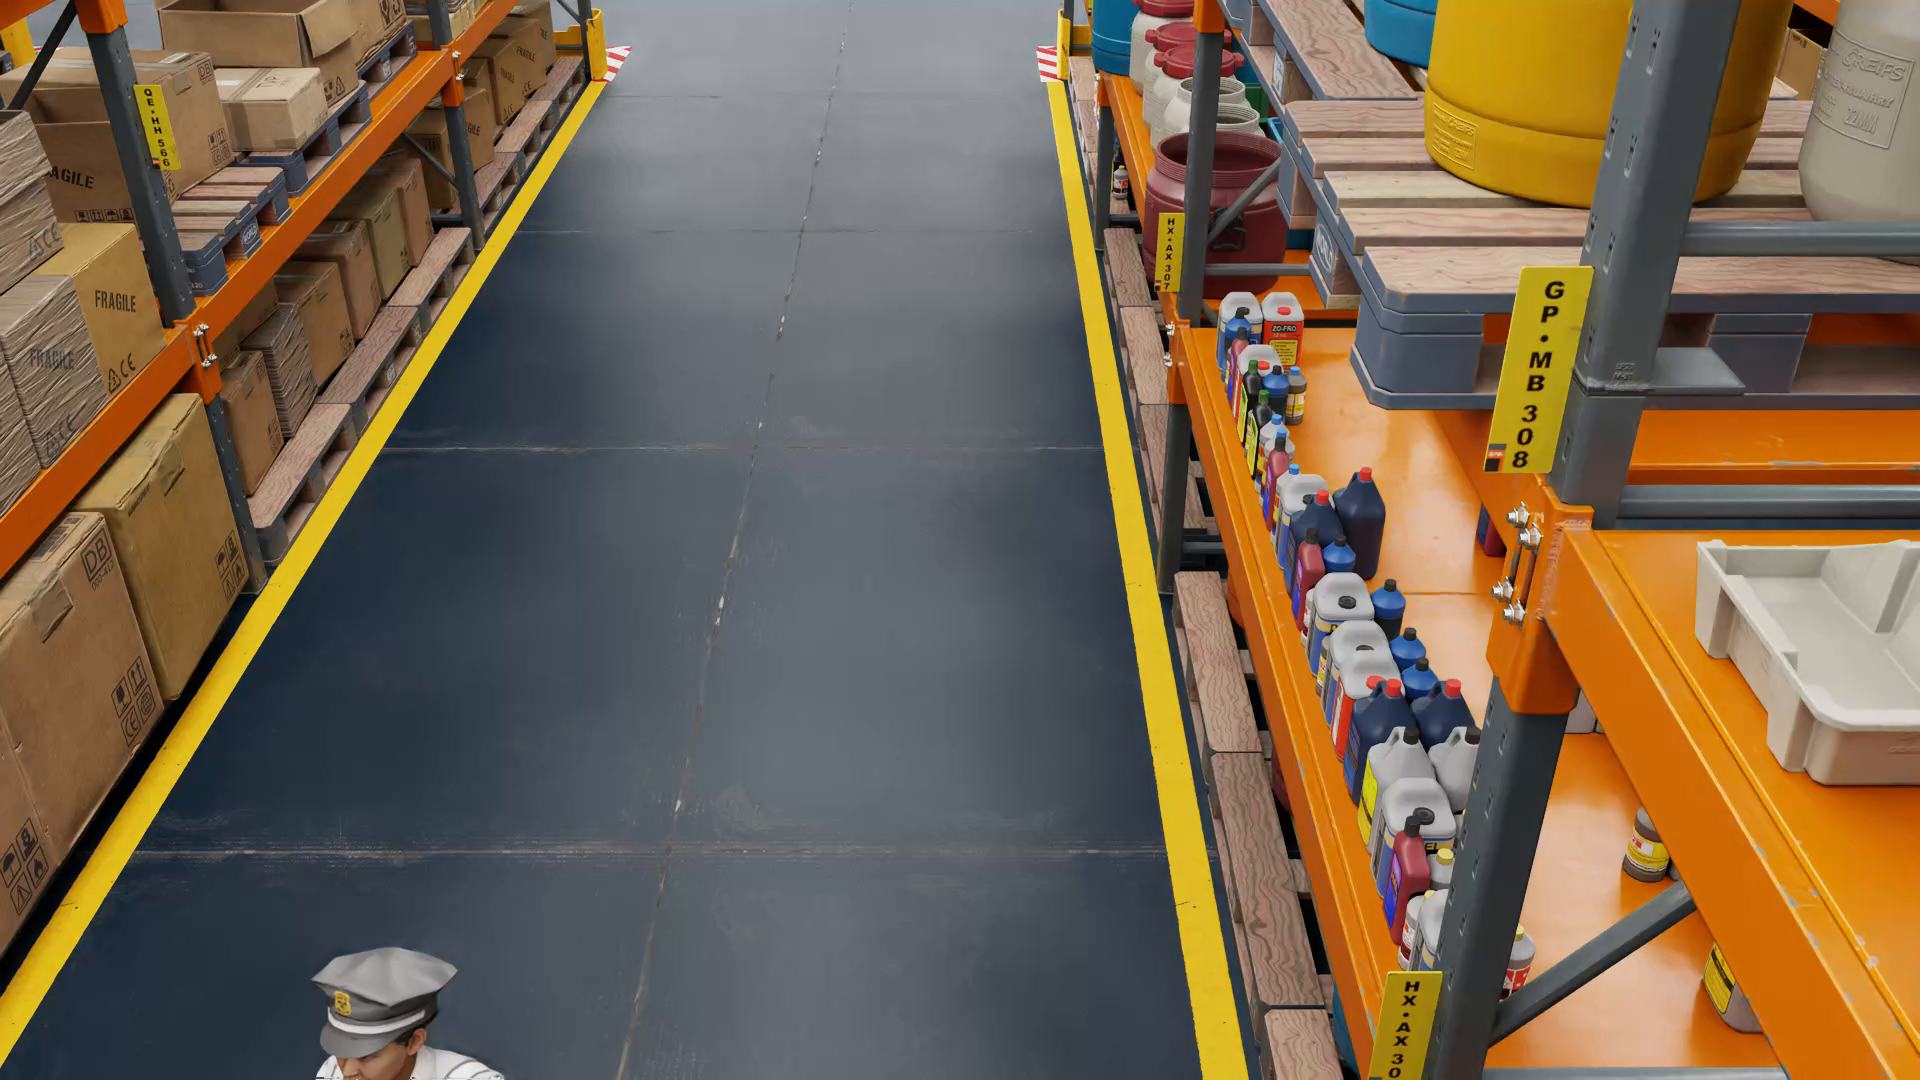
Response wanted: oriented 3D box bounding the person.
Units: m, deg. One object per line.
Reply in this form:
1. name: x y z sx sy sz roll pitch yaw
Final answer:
1. person: -1.116 1.519 3.610 0.485 1.672 0.646 6 32 9
